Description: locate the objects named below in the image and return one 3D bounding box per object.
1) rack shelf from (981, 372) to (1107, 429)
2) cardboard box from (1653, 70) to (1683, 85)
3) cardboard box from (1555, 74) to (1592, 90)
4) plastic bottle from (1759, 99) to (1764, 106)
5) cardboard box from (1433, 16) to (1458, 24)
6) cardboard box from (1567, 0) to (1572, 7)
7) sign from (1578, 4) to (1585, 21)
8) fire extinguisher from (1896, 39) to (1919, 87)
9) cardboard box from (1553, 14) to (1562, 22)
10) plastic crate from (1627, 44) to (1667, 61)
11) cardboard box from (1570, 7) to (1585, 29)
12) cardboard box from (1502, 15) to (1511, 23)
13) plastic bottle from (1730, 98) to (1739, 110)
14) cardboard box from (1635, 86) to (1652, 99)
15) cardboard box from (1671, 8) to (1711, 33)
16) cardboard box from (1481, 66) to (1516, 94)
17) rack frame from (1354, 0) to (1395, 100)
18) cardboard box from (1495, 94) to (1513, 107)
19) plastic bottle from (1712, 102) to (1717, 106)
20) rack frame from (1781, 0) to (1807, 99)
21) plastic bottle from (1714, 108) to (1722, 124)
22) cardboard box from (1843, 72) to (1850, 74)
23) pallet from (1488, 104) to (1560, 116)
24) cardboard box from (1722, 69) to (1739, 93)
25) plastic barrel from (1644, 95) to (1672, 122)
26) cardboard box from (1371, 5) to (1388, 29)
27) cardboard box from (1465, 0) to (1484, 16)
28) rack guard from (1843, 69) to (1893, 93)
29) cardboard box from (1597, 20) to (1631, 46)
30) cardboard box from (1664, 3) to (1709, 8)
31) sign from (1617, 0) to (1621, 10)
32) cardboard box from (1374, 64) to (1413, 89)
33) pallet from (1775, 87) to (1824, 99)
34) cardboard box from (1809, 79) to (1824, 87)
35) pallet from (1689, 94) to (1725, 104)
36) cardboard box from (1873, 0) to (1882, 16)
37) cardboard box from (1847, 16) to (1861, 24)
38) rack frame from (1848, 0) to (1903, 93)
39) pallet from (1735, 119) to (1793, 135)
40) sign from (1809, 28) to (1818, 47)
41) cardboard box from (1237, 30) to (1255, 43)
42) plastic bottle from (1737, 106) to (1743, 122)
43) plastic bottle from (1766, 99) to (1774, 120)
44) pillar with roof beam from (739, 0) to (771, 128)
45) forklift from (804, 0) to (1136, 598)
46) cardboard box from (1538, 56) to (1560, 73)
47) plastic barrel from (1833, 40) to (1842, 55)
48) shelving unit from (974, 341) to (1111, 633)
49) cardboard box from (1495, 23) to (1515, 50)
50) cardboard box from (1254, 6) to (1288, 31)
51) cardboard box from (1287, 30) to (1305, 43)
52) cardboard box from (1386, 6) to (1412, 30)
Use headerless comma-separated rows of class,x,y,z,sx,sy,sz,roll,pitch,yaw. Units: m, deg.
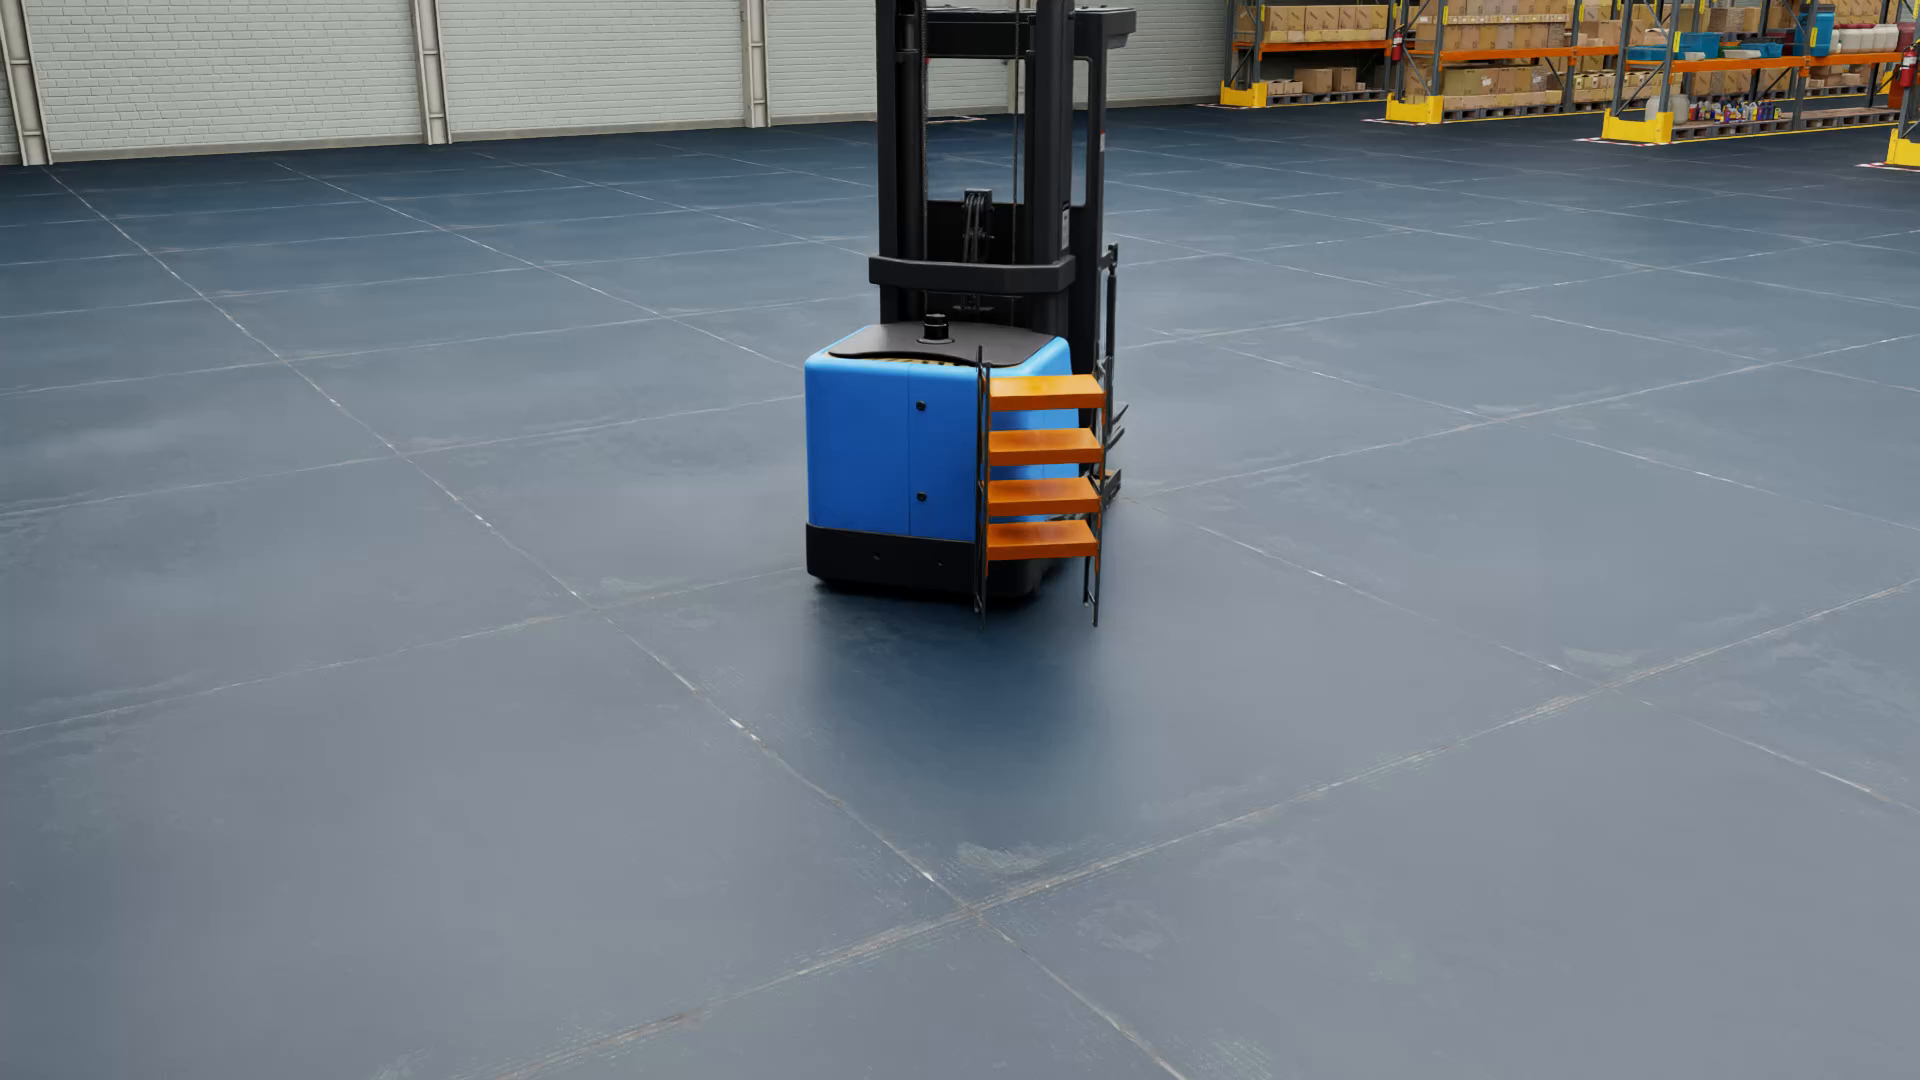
rack shelf,0.336,-0.574,6.813,0.480,0.148,0.258,-3,24,-7
cardboard box,15.231,-10.008,35.928,0.500,0.311,0.500,-11,22,-30
cardboard box,12.674,-9.468,34.330,0.500,0.311,0.500,-12,22,-31
plastic bottle,14.455,-7.776,30.011,0.185,0.351,0.144,-12,22,-31
cardboard box,9.298,-9.962,31.858,0.250,0.149,0.380,-12,22,-32
cardboard box,14.613,-13.169,40.690,0.500,0.250,0.500,-12,22,-33
sign,12.499,-10.599,33.438,0.005,0.325,0.100,-12,22,-31
fire extinguisher,13.948,-7.012,24.422,0.183,0.674,0.296,-12,22,-31
cardboard box,11.875,-10.506,33.470,0.250,0.149,0.380,-12,22,-33
plastic crate,11.826,-8.368,28.544,0.616,0.251,0.499,-12,22,-31
cardboard box,15.054,-12.904,41.078,0.500,0.500,0.500,-12,22,-31
cardboard box,10.582,-10.232,32.658,0.250,0.149,0.380,-12,22,-31
plastic bottle,14.090,-7.858,30.254,0.185,0.351,0.144,-12,22,-31
cardboard box,14.377,-9.563,35.487,0.500,0.250,0.500,-11,22,-30
cardboard box,15.997,-11.392,36.446,0.700,0.500,0.500,14,23,35
cardboard box,10.676,-9.146,33.080,0.500,0.500,0.500,-12,22,-31
rack frame,9.465,-11.624,37.945,0.127,3.000,1.000,-12,22,-31
cardboard box,10.675,-8.791,33.201,0.500,0.250,0.500,-12,22,-31
plastic bottle,13.693,-7.814,30.228,0.133,0.283,0.061,-11,21,-29
rack frame,18.874,-11.709,38.196,0.127,3.000,1.000,-12,22,-31
plastic bottle,13.258,-7.422,29.088,0.097,0.271,0.097,0,19,0
cardboard box,21.187,-11.212,40.331,0.500,0.250,0.500,-12,22,-31
pallet,11.505,-8.850,34.093,1.213,0.211,1.003,-12,22,-31
cardboard box,16.926,-10.213,36.988,0.500,0.500,0.500,-12,22,-32
plastic barrel,12.080,-7.427,28.757,0.421,0.512,0.421,0,19,0
cardboard box,9.240,-11.752,37.355,0.500,0.500,0.500,-12,22,-32
cardboard box,9.729,-10.440,32.259,0.500,0.500,0.700,-13,22,-33
rack guard,22.151,-11.216,40.641,0.348,0.500,1.175,-12,22,-31
cardboard box,13.701,-10.659,34.935,0.500,0.500,0.500,-12,22,-31
cardboard box,19.066,-13.788,43.876,0.700,0.700,0.980,-11,21,-29
sign,16.453,-13.401,41.516,0.005,0.325,0.100,-12,22,-31
cardboard box,10.070,-10.783,38.672,0.500,0.500,0.700,-11,22,-30
pallet,19.448,-10.509,39.000,1.213,0.211,1.003,-12,22,-31
cardboard box,20.060,-10.746,39.086,0.250,0.166,0.380,-12,22,-31
pallet,16.177,-9.805,36.918,1.213,0.211,1.003,-12,22,-31
cardboard box,21.572,-12.694,39.391,0.500,0.500,0.500,-11,22,-30
cardboard box,20.718,-12.042,39.024,0.500,0.500,0.500,-12,22,-32
rack frame,22.214,-12.414,40.280,0.127,3.000,1.000,-12,22,-31
pallet,14.330,-7.546,30.237,1.213,0.211,1.003,-12,22,-31
sign,15.207,-8.956,29.622,0.005,0.325,0.100,-12,22,-31
cardboard box,6.408,-10.992,36.279,0.500,0.250,0.500,-12,22,-31
plastic bottle,13.797,-7.535,29.424,0.097,0.271,0.097,0,19,0
plastic bottle,14.534,-7.737,29.897,0.185,0.351,0.144,-13,22,-33
pillar with roof beam,-1.422,-10.851,26.291,0.400,9.000,9.100,-12,22,-31
forklift,0.229,-1.572,8.317,1.130,2.935,3.031,6,20,16
cardboard box,14.227,-11.757,41.037,0.750,0.750,0.750,-12,22,-32
plastic barrel,16.103,-9.101,30.697,0.301,0.262,0.301,0,19,0
shelving unit,0.332,-0.214,6.972,0.503,1.200,0.258,-3,24,-7
cardboard box,10.540,-9.995,32.970,0.500,0.500,0.700,-11,22,-30
cardboard box,6.688,-11.217,35.773,0.500,0.500,0.500,-12,22,-31
cardboard box,7.132,-10.955,36.167,0.500,0.250,0.500,-13,22,-33
cardboard box,9.908,-11.961,38.097,0.500,0.500,0.700,-12,22,-31
